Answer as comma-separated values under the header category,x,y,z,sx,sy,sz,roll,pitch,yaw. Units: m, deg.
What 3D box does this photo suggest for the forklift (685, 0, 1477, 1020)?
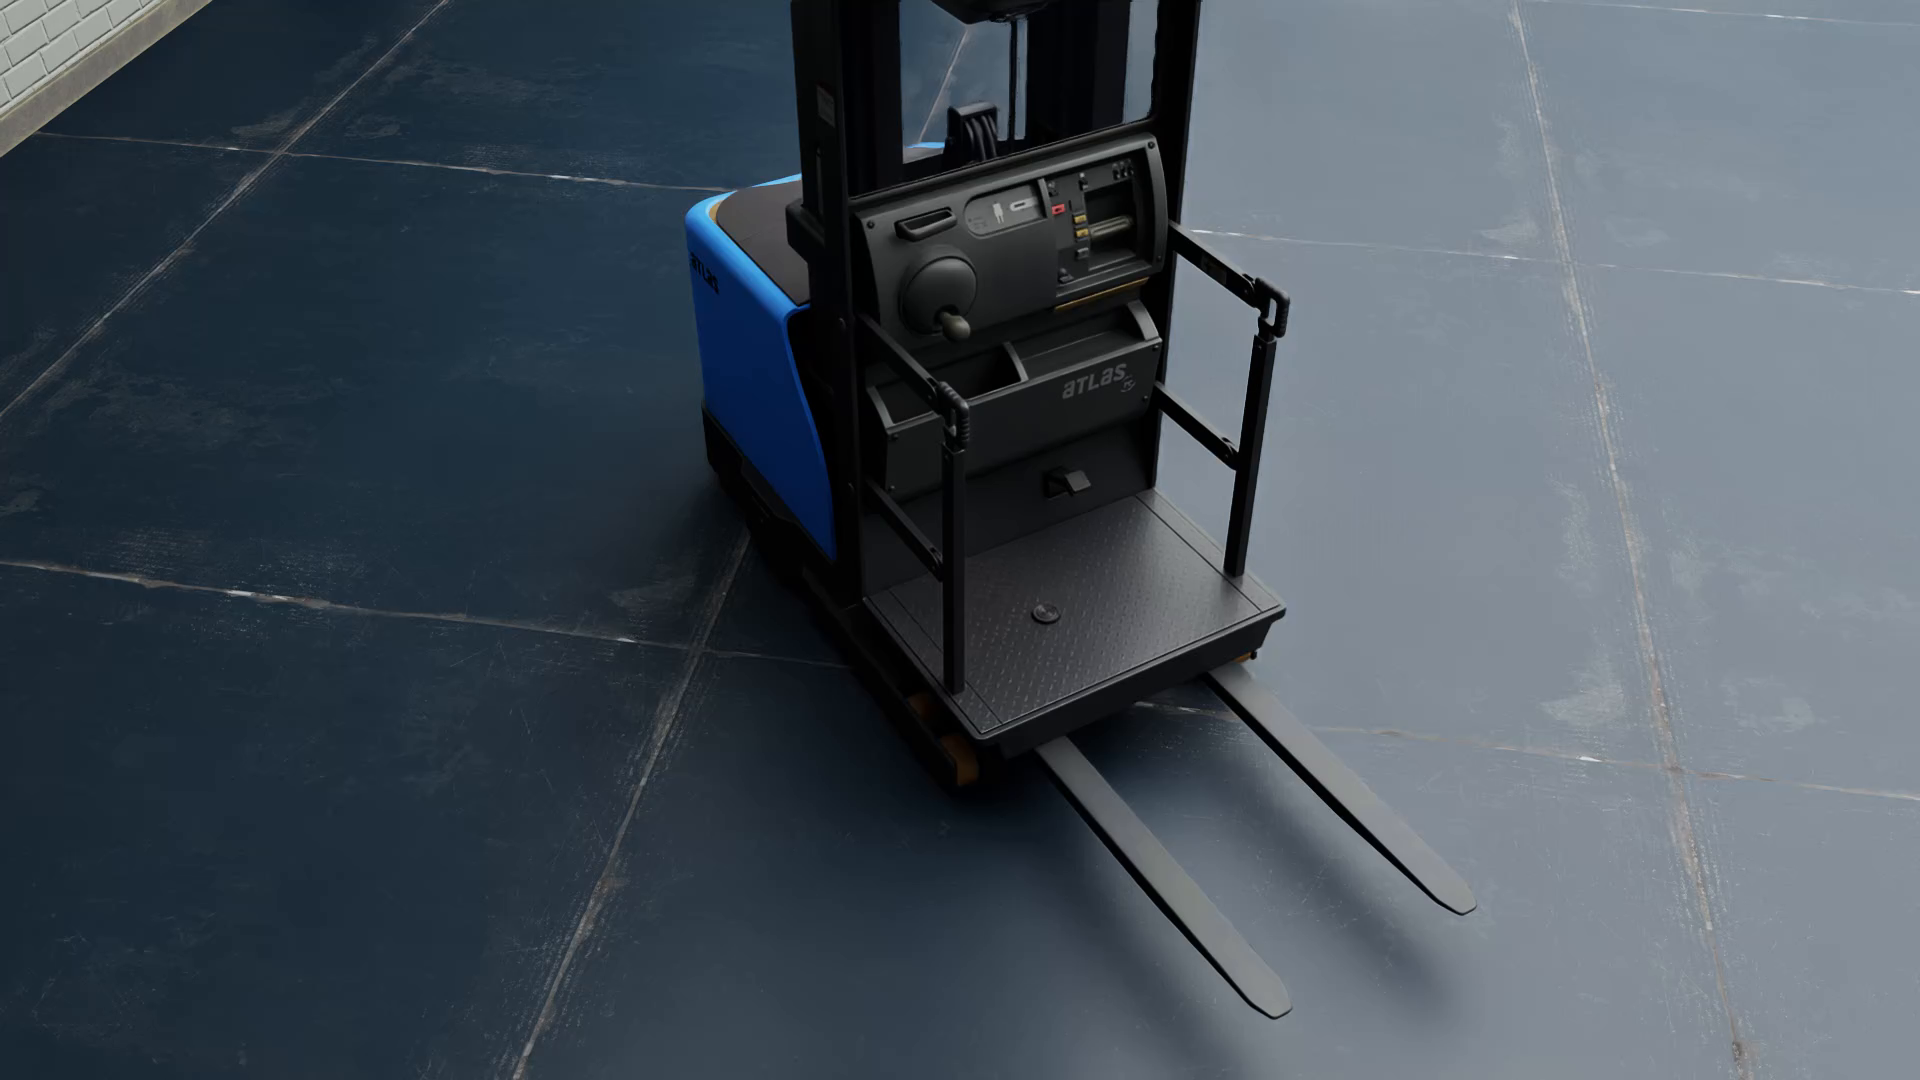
category,x,y,z,sx,sy,sz,roll,pitch,yaw
forklift,0.273,-0.742,4.347,1.130,2.935,3.031,-21,44,-23
